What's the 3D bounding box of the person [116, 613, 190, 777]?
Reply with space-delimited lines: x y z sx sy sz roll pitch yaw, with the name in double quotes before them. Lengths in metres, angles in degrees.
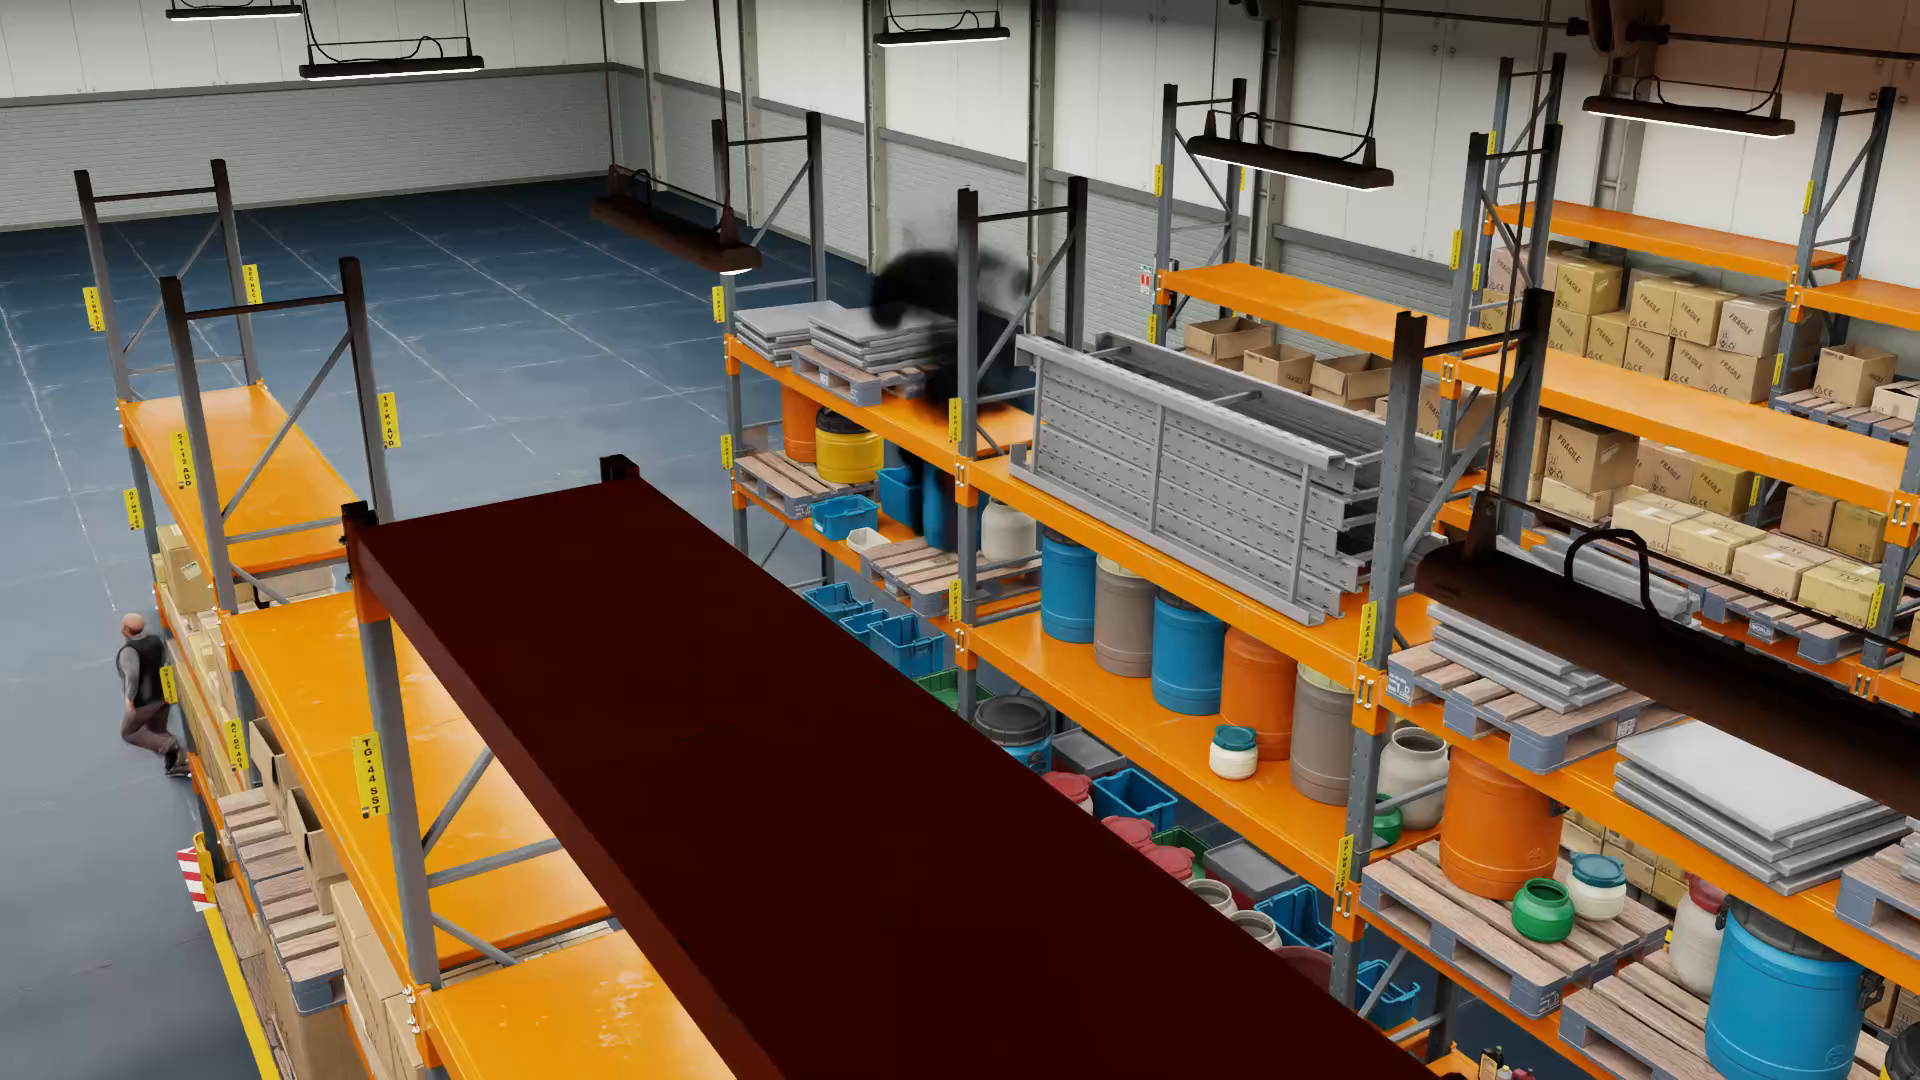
"person" -7.610 1.473 15.483 0.631 1.682 0.684 5 22 12
